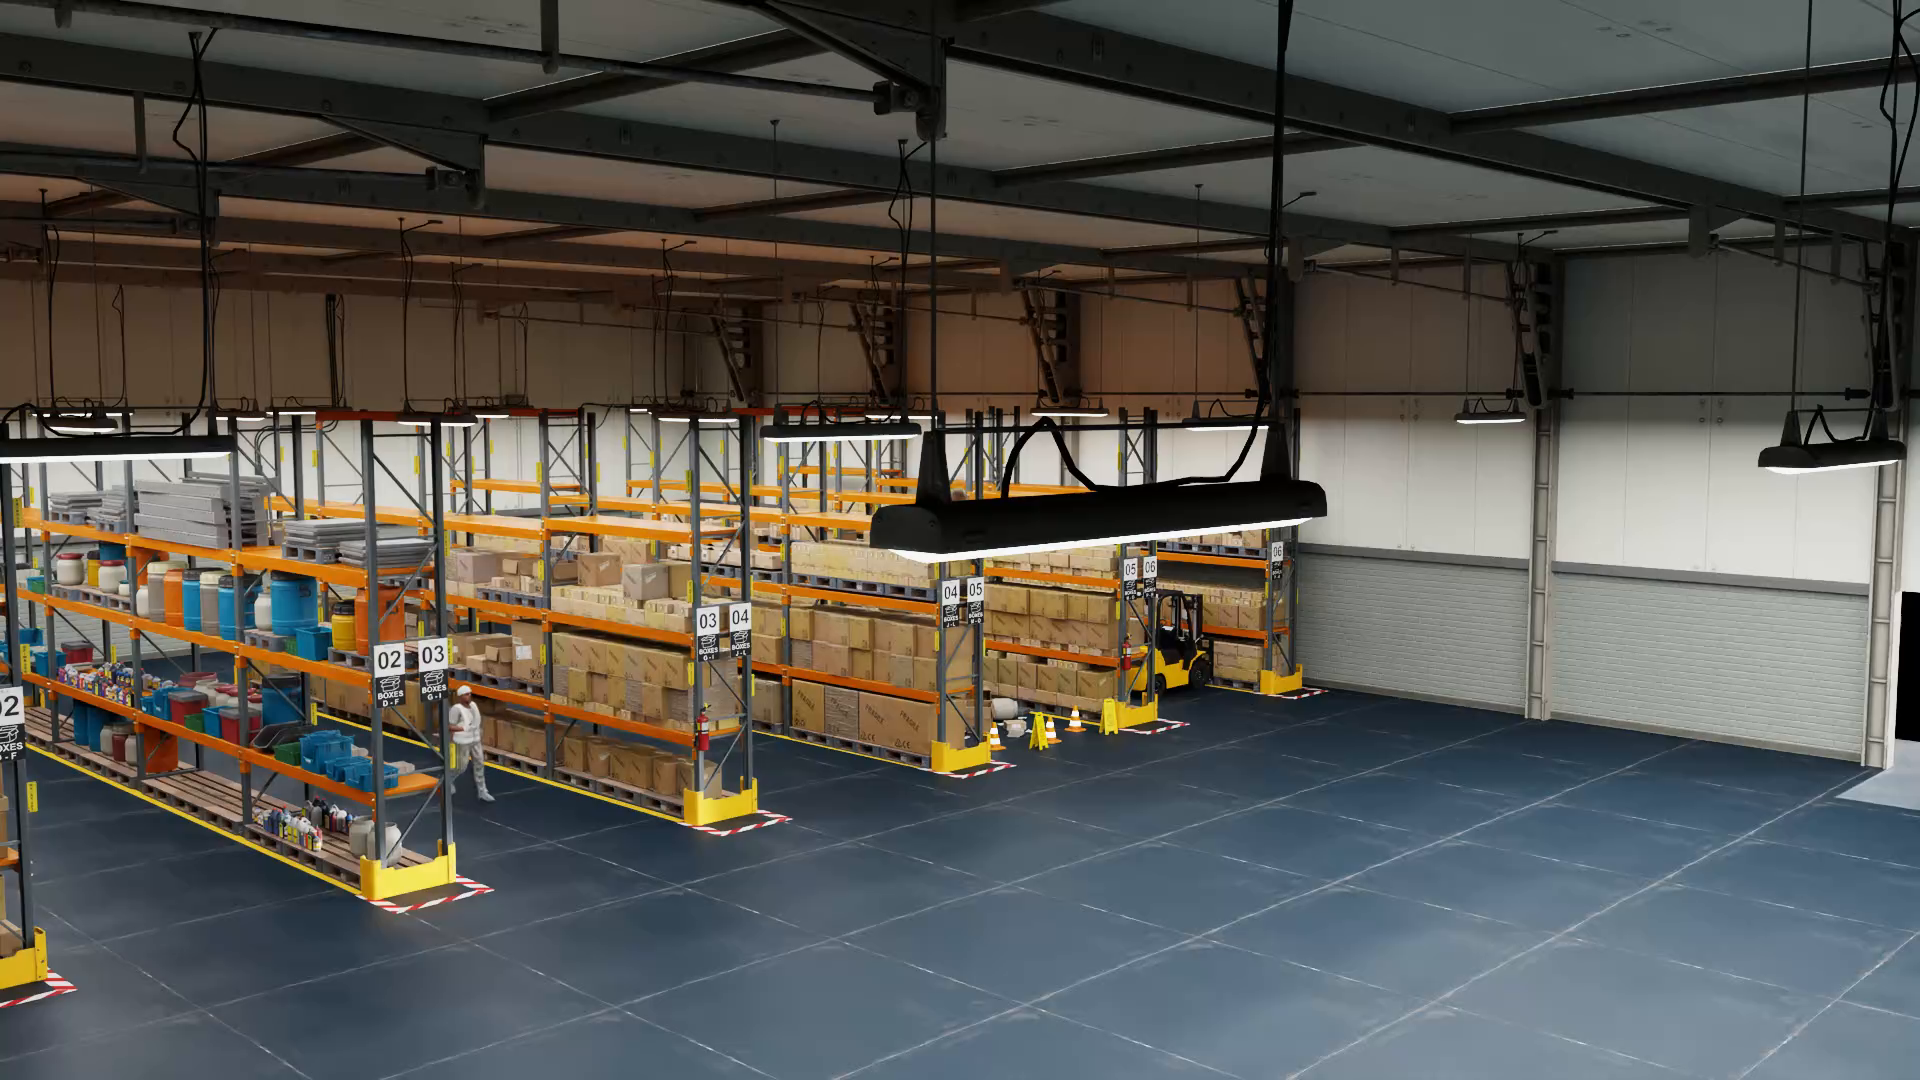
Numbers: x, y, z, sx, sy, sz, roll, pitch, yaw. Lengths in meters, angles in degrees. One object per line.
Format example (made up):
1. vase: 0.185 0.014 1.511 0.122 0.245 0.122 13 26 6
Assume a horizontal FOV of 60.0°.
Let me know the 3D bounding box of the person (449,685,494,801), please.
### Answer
1. person: -7.629 3.132 25.751 0.982 1.775 0.681 3 6 30
